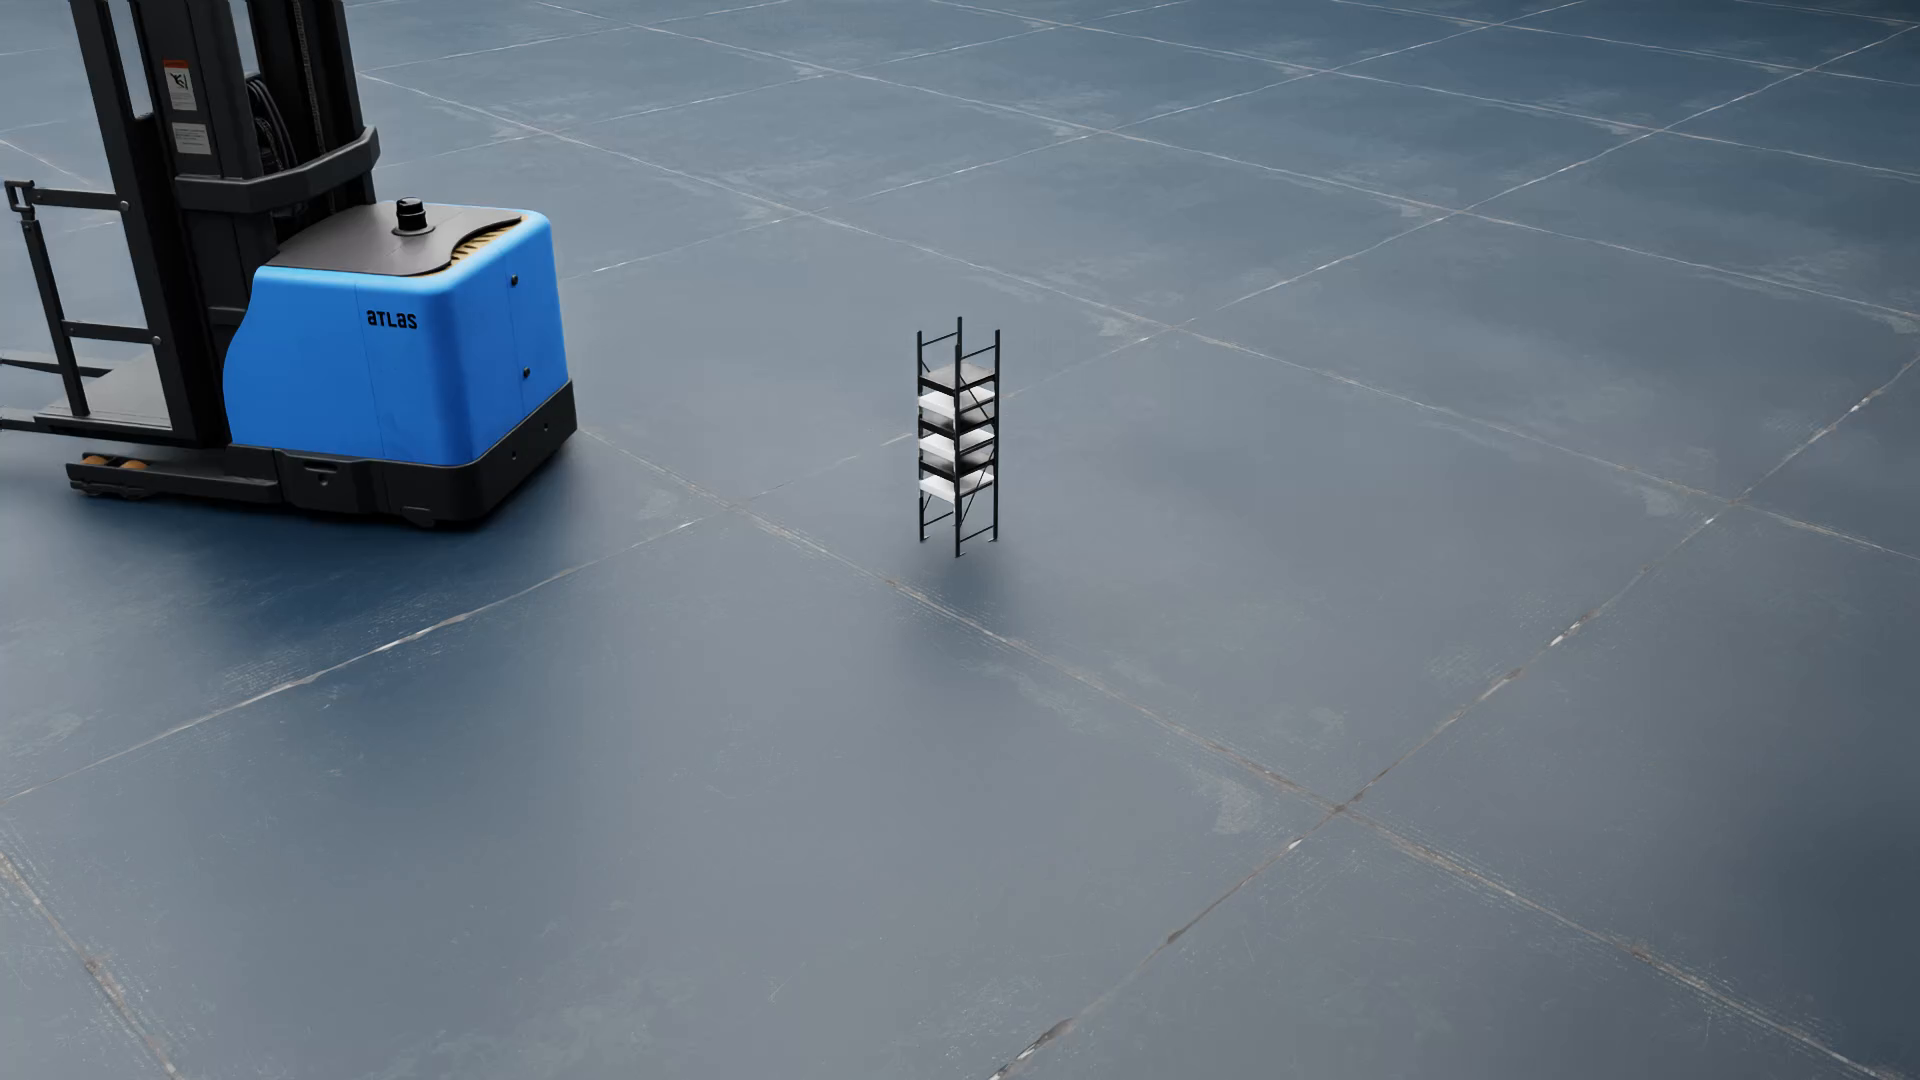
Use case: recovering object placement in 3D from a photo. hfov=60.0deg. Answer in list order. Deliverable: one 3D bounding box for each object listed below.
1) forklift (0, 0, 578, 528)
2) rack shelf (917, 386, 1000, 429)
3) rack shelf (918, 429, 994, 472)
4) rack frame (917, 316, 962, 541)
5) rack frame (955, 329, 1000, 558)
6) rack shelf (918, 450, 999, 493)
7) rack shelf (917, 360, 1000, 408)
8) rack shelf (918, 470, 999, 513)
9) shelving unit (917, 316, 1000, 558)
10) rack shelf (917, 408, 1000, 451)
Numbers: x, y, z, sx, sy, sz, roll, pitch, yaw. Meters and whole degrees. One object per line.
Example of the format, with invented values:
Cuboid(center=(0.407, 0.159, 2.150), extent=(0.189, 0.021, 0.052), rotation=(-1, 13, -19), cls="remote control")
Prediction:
Cuboid(center=(-3.312, -1.698, 6.829), extent=(3.031, 2.935, 1.130), rotation=(6, 28, 12), cls="forklift")
Cuboid(center=(-0.006, -0.531, 6.477), extent=(0.200, 0.077, 0.258), rotation=(25, 36, 38), cls="rack shelf")
Cuboid(center=(-0.006, -0.371, 6.561), extent=(0.200, 0.077, 0.258), rotation=(25, 36, 38), cls="rack shelf")
Cuboid(center=(-0.078, -0.434, 6.609), extent=(0.006, 0.900, 0.240), rotation=(25, 36, 38), cls="rack frame")
Cuboid(center=(0.067, -0.368, 6.483), extent=(0.006, 0.900, 0.240), rotation=(25, 36, 38), cls="rack frame")
Cuboid(center=(-0.006, -0.292, 6.603), extent=(0.200, 0.077, 0.258), rotation=(25, 36, 38), cls="rack shelf")
Cuboid(center=(-0.006, -0.610, 6.435), extent=(0.200, 0.077, 0.258), rotation=(25, 36, 38), cls="rack shelf")
Cuboid(center=(-0.006, -0.212, 6.645), extent=(0.200, 0.077, 0.258), rotation=(25, 36, 38), cls="rack shelf")
Cuboid(center=(-0.006, -0.401, 6.546), extent=(0.210, 0.900, 0.258), rotation=(25, 36, 38), cls="shelving unit")
Cuboid(center=(-0.006, -0.451, 6.519), extent=(0.200, 0.077, 0.258), rotation=(25, 36, 38), cls="rack shelf")
